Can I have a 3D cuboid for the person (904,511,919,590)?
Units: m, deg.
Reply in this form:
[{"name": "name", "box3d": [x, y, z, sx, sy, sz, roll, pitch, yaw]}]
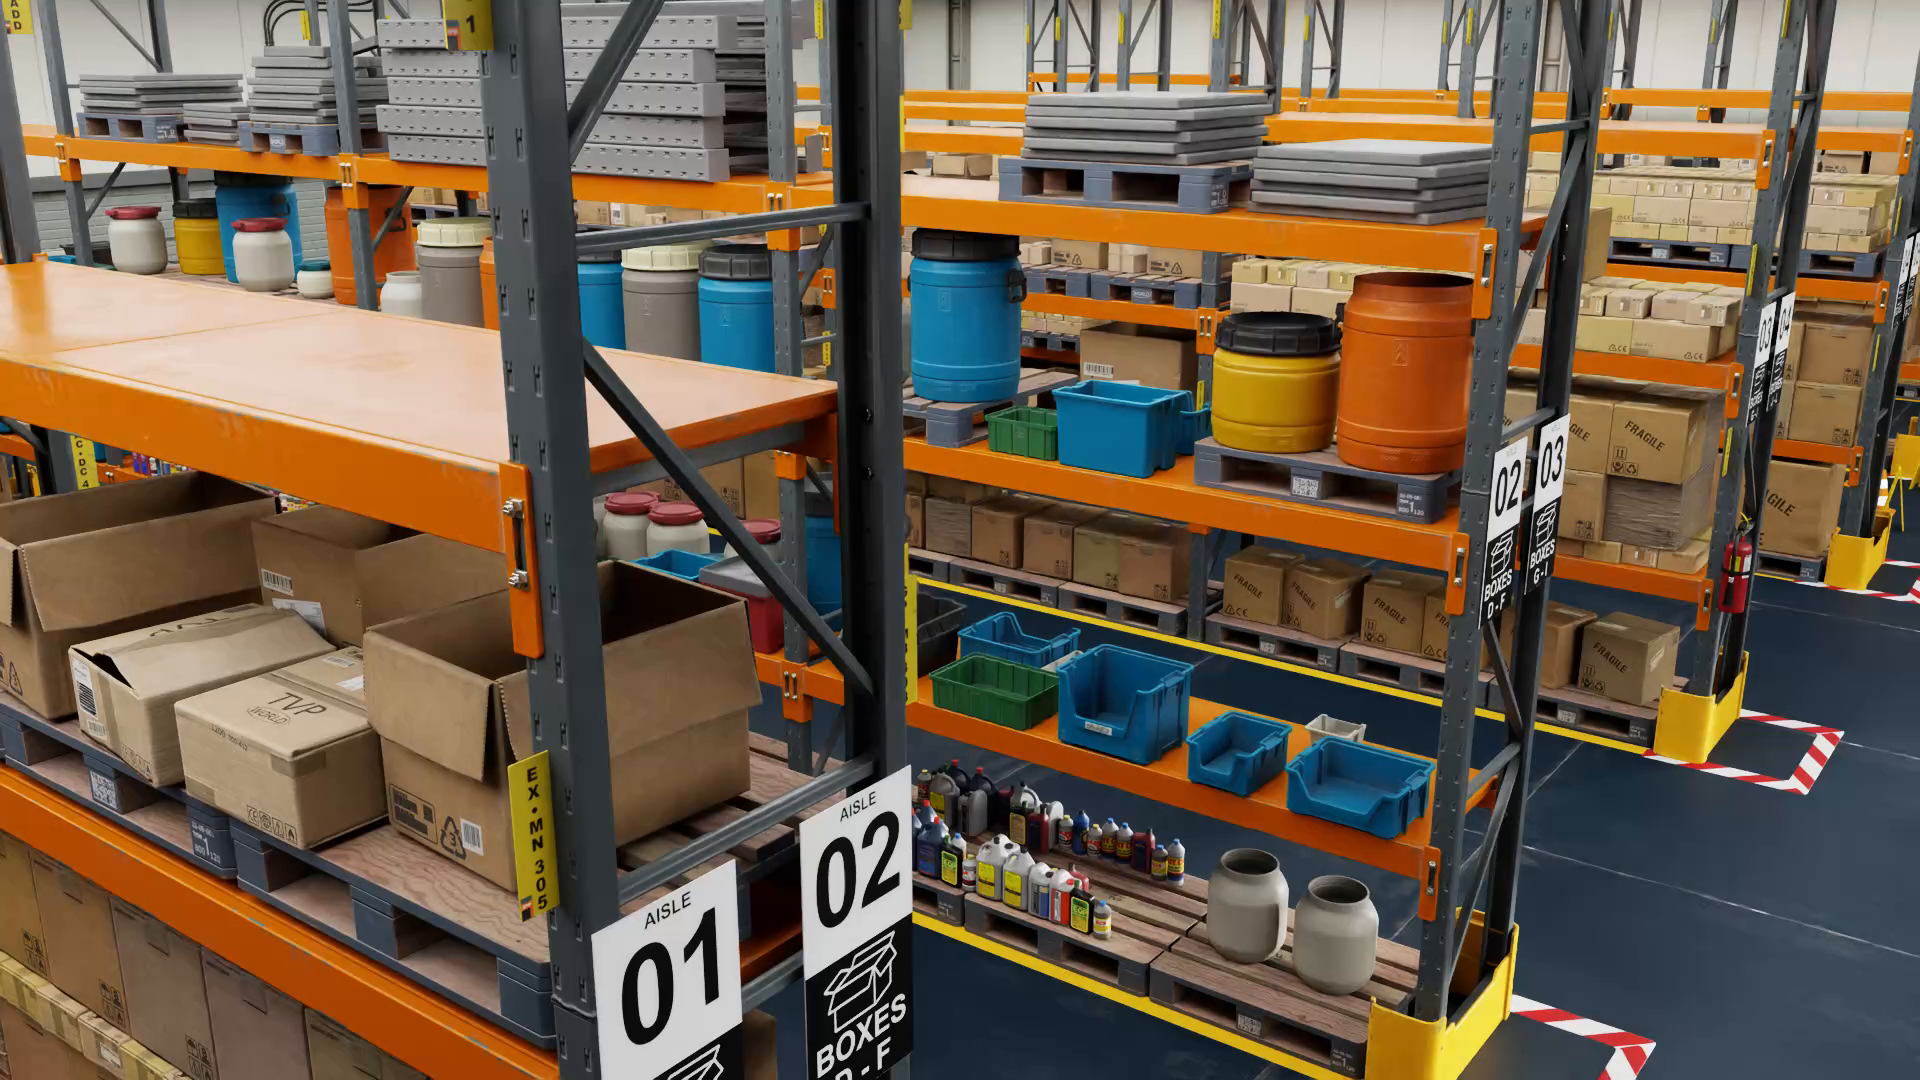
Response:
[{"name": "person", "box3d": [-0.594, -0.121, 14.290, 0.414, 1.583, 0.563, 5, 17, 15]}]
